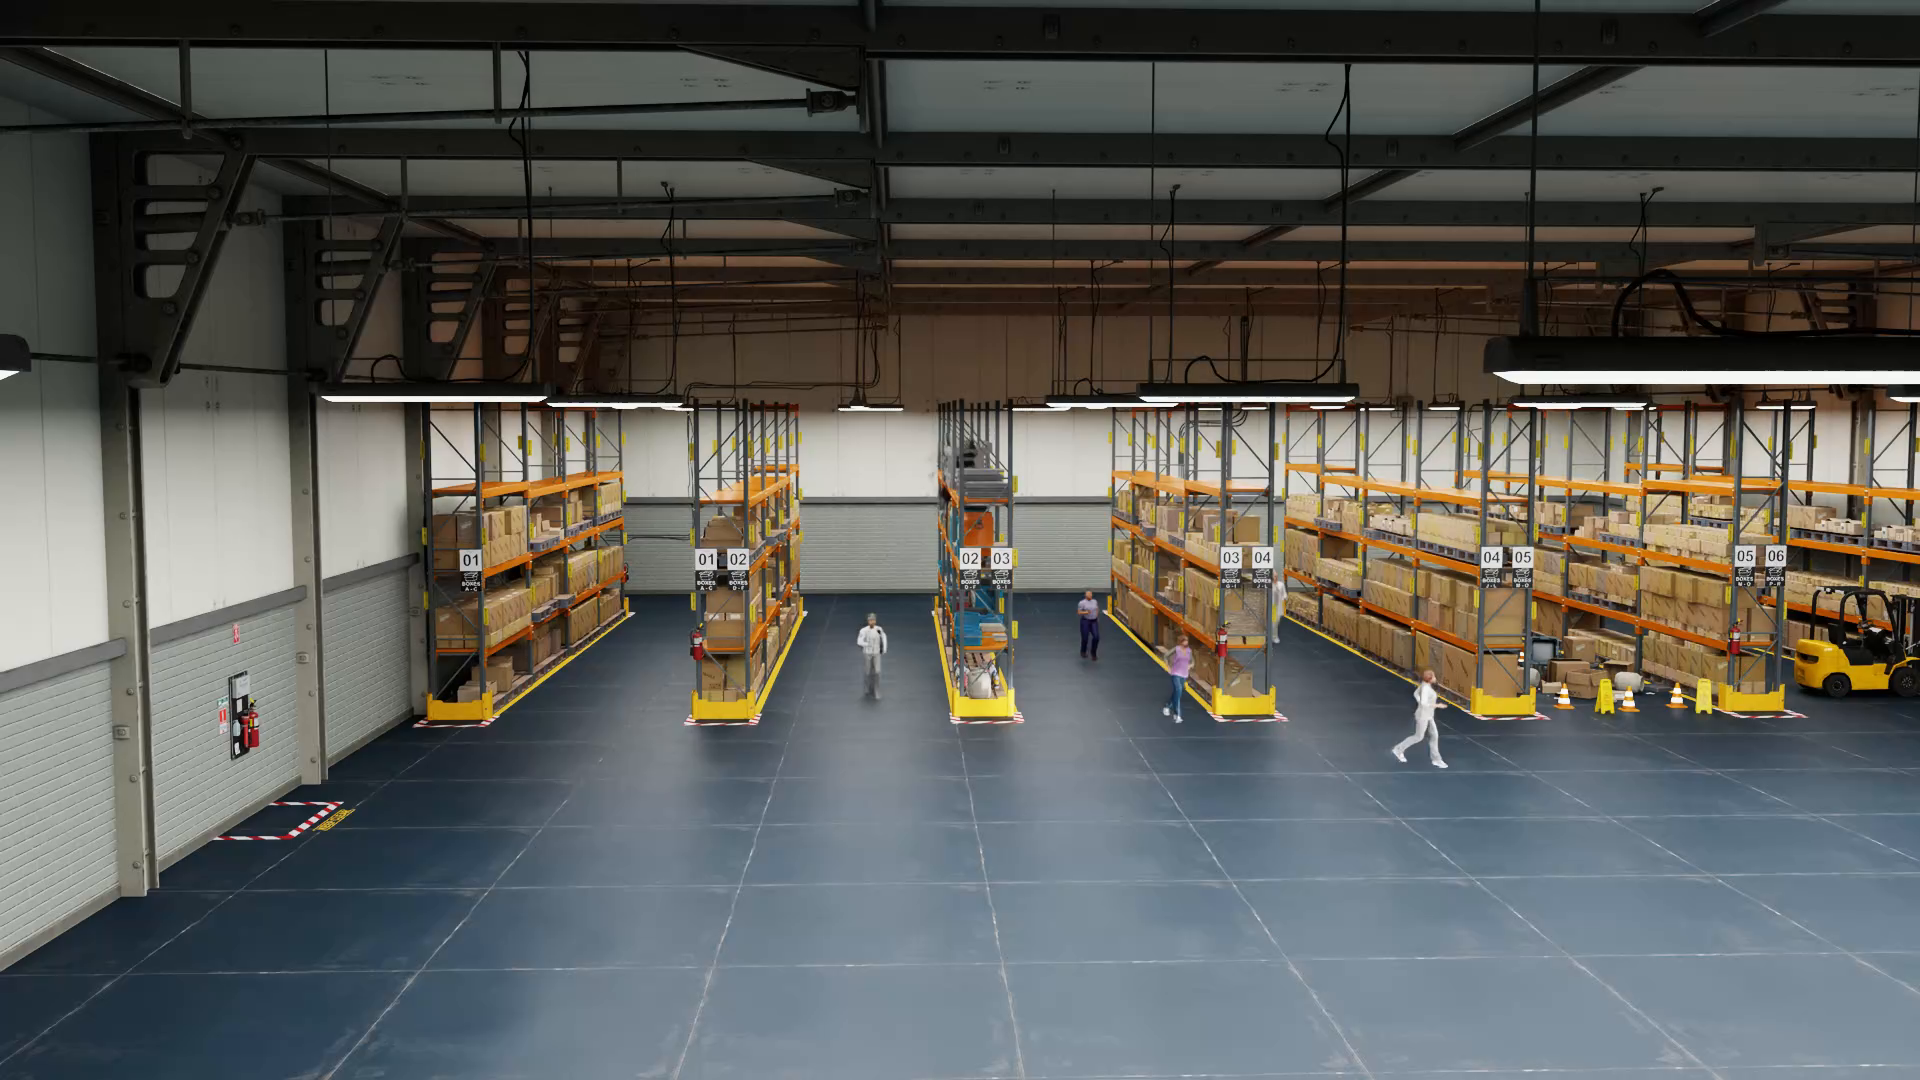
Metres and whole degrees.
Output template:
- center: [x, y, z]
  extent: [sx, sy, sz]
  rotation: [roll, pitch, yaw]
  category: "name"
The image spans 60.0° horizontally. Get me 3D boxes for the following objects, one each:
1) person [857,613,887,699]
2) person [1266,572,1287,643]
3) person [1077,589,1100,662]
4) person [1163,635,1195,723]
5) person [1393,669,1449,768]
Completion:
- center: [-1.772, 2.344, 33.578]
  extent: [0.631, 1.770, 0.733]
  rotation: [-1, 4, -14]
  category: "person"
- center: [7.896, 1.678, 41.902]
  extent: [0.711, 1.769, 0.865]
  rotation: [-1, 4, -9]
  category: "person"
- center: [2.995, 1.985, 38.571]
  extent: [0.587, 1.696, 0.691]
  rotation: [-1, 4, -13]
  category: "person"
- center: [4.119, 2.572, 31.144]
  extent: [0.530, 1.613, 0.721]
  rotation: [-2, 5, -26]
  category: "person"
- center: [7.464, 2.875, 26.889]
  extent: [0.882, 1.595, 0.514]
  rotation: [2, 5, 24]
  category: "person"
